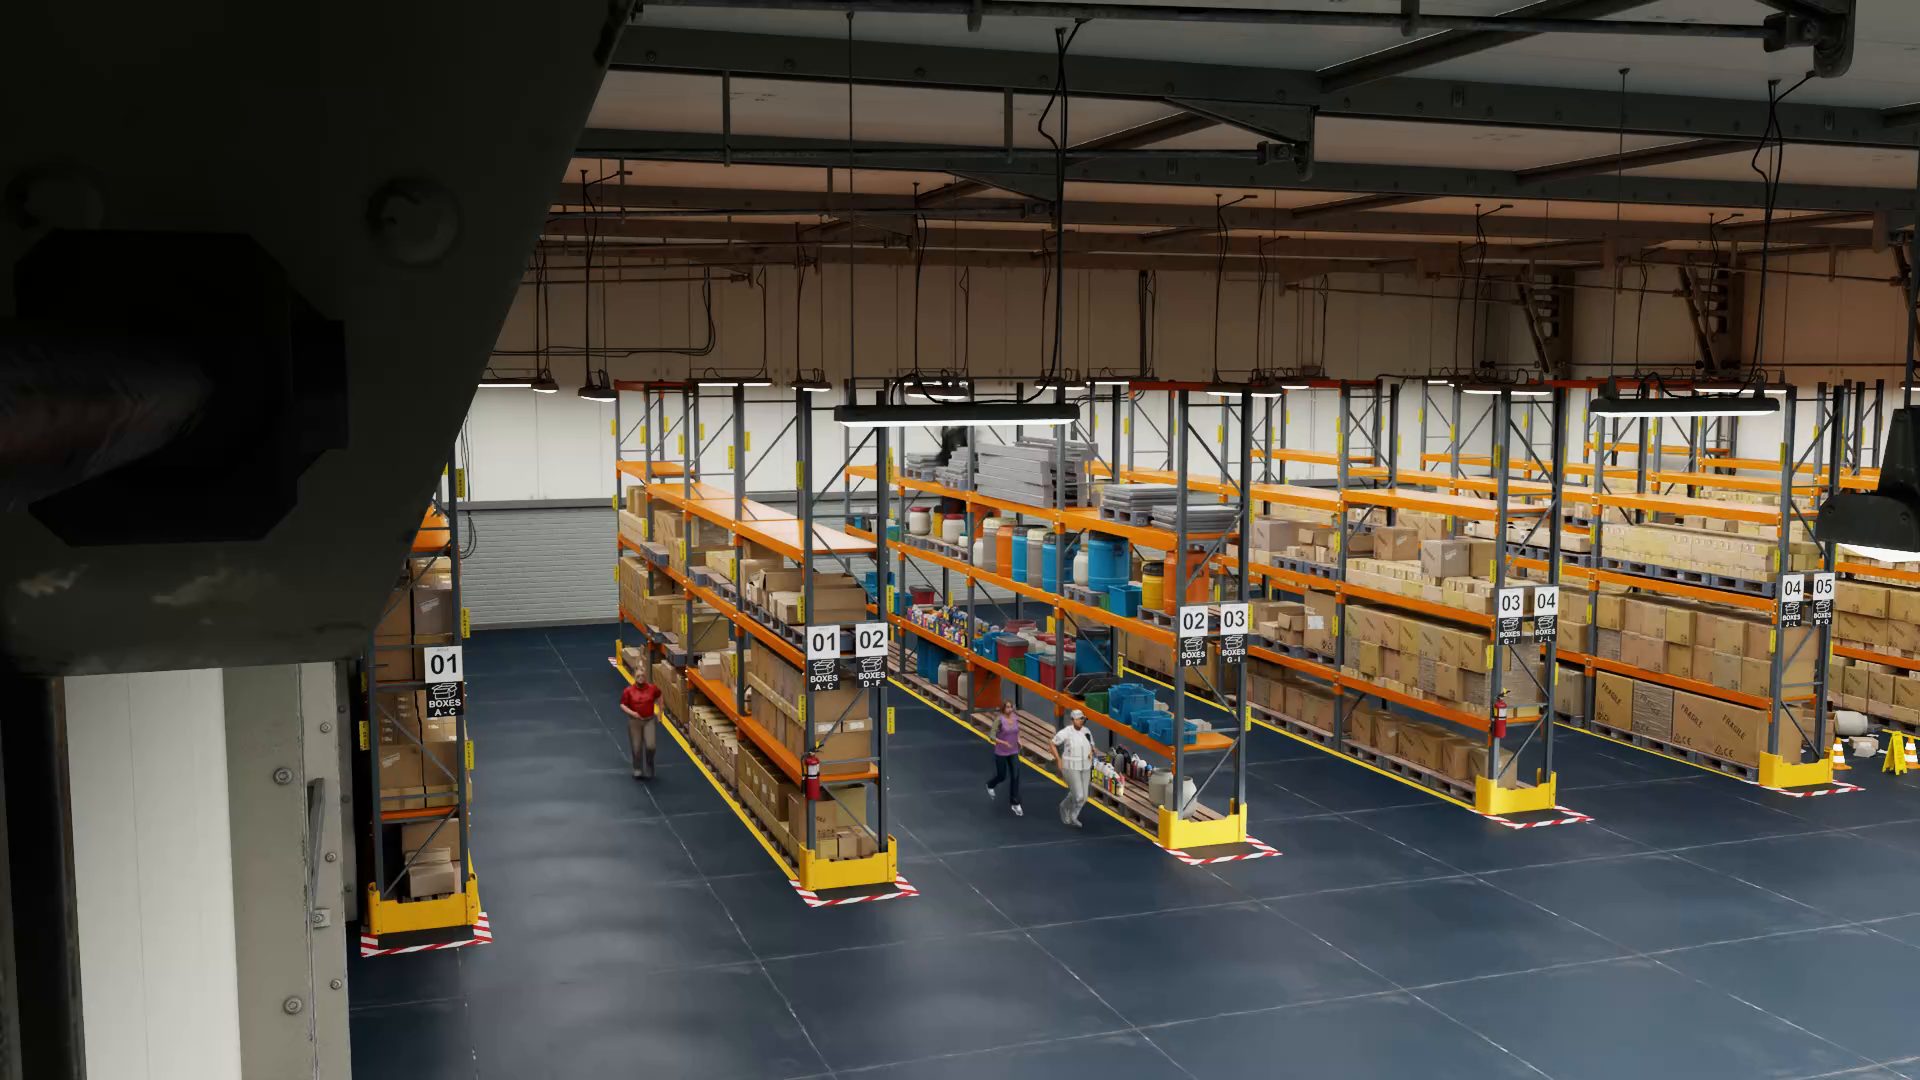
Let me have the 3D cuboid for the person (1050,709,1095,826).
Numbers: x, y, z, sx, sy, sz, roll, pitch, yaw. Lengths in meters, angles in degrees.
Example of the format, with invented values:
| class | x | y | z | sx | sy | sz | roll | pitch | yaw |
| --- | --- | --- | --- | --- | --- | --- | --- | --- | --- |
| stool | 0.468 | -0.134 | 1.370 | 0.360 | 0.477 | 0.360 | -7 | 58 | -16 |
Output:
| class | x | y | z | sx | sy | sz | roll | pitch | yaw |
| --- | --- | --- | --- | --- | --- | --- | --- | --- | --- |
| person | 1.602 | 3.123 | 22.665 | 0.592 | 1.629 | 0.583 | -3 | 7 | -27 |

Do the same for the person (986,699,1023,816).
| class | x | y | z | sx | sy | sz | roll | pitch | yaw |
| --- | --- | --- | --- | --- | --- | --- | --- | --- | --- |
| person | 0.647 | 3.041 | 23.622 | 0.559 | 1.609 | 0.857 | -3 | 7 | -30 |

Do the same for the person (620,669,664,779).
| class | x | y | z | sx | sy | sz | roll | pitch | yaw |
| --- | --- | --- | --- | --- | --- | --- | --- | --- | --- |
| person | -4.820 | 2.816 | 25.308 | 0.684 | 1.723 | 0.658 | -2 | 6 | -18 |
